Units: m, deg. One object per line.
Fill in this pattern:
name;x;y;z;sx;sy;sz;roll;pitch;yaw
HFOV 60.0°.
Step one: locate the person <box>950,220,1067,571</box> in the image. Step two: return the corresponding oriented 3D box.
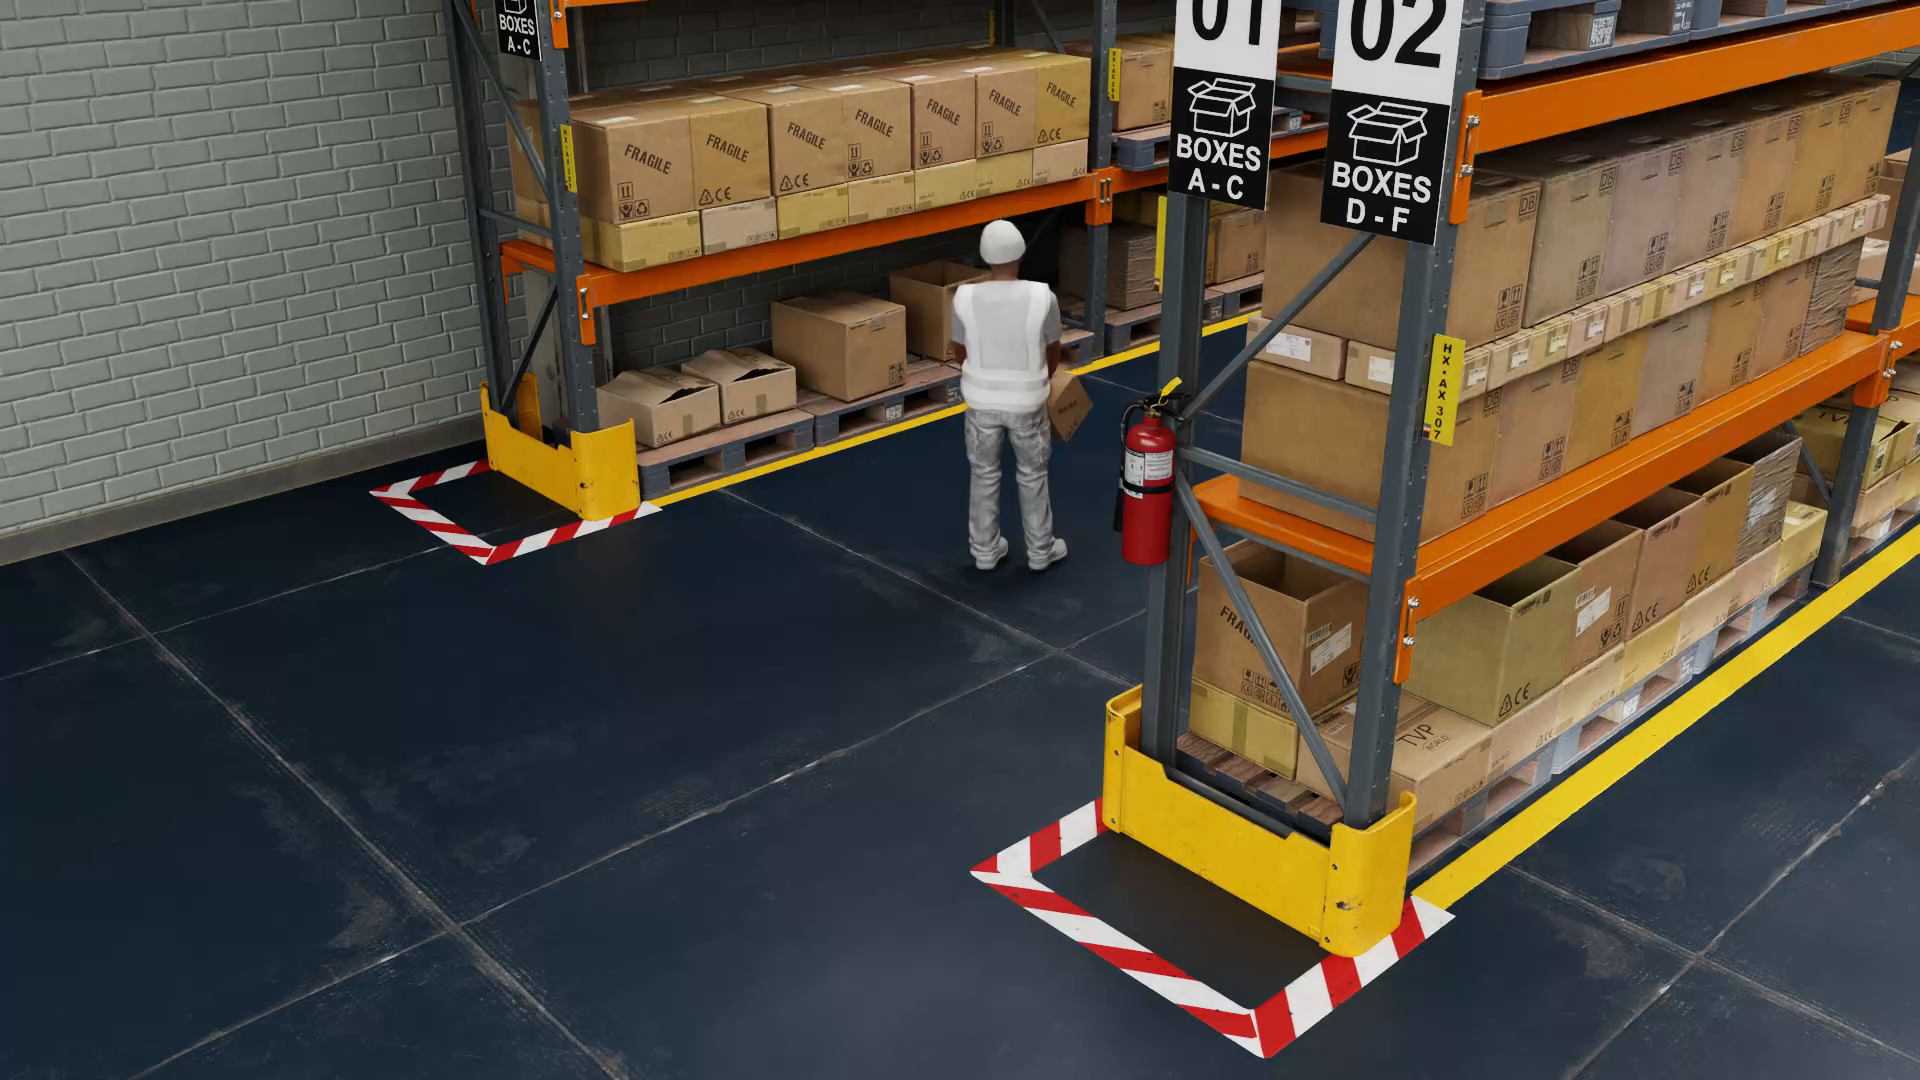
person;0.247;-0.698;8.109;0.585;1.792;0.499;2;24;4
